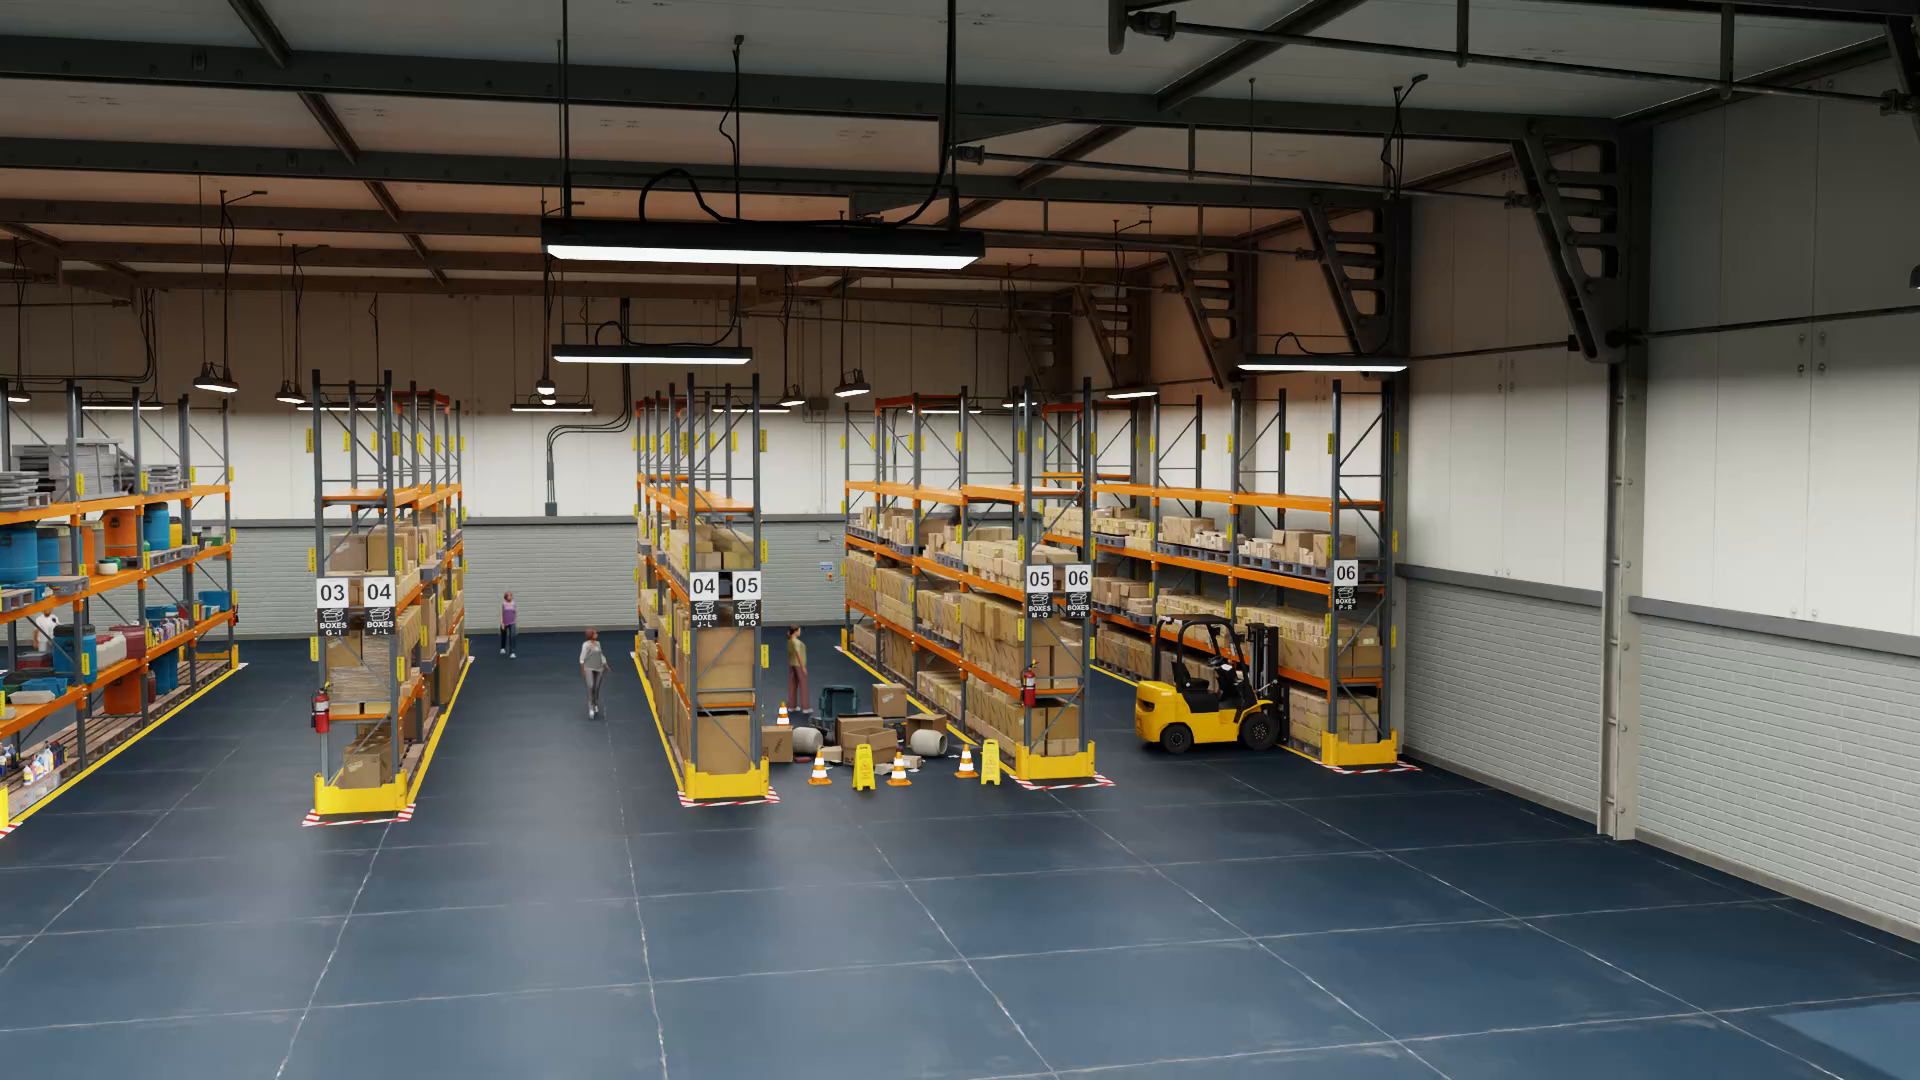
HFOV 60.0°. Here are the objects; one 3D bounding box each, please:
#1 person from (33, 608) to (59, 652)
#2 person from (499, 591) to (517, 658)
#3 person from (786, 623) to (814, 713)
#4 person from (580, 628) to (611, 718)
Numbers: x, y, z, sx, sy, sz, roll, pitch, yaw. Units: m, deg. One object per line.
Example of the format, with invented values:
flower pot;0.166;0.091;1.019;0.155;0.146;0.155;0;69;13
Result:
person;-19.359;2.151;35.302;0.550;1.615;0.932;-1;3;-19
person;-10.587;1.970;38.962;0.410;1.549;0.868;-1;4;-22
person;-2.989;2.379;30.932;0.464;1.669;0.521;-3;4;-41
person;-6.732;2.435;30.678;0.549;1.616;0.695;-1;4;-21
